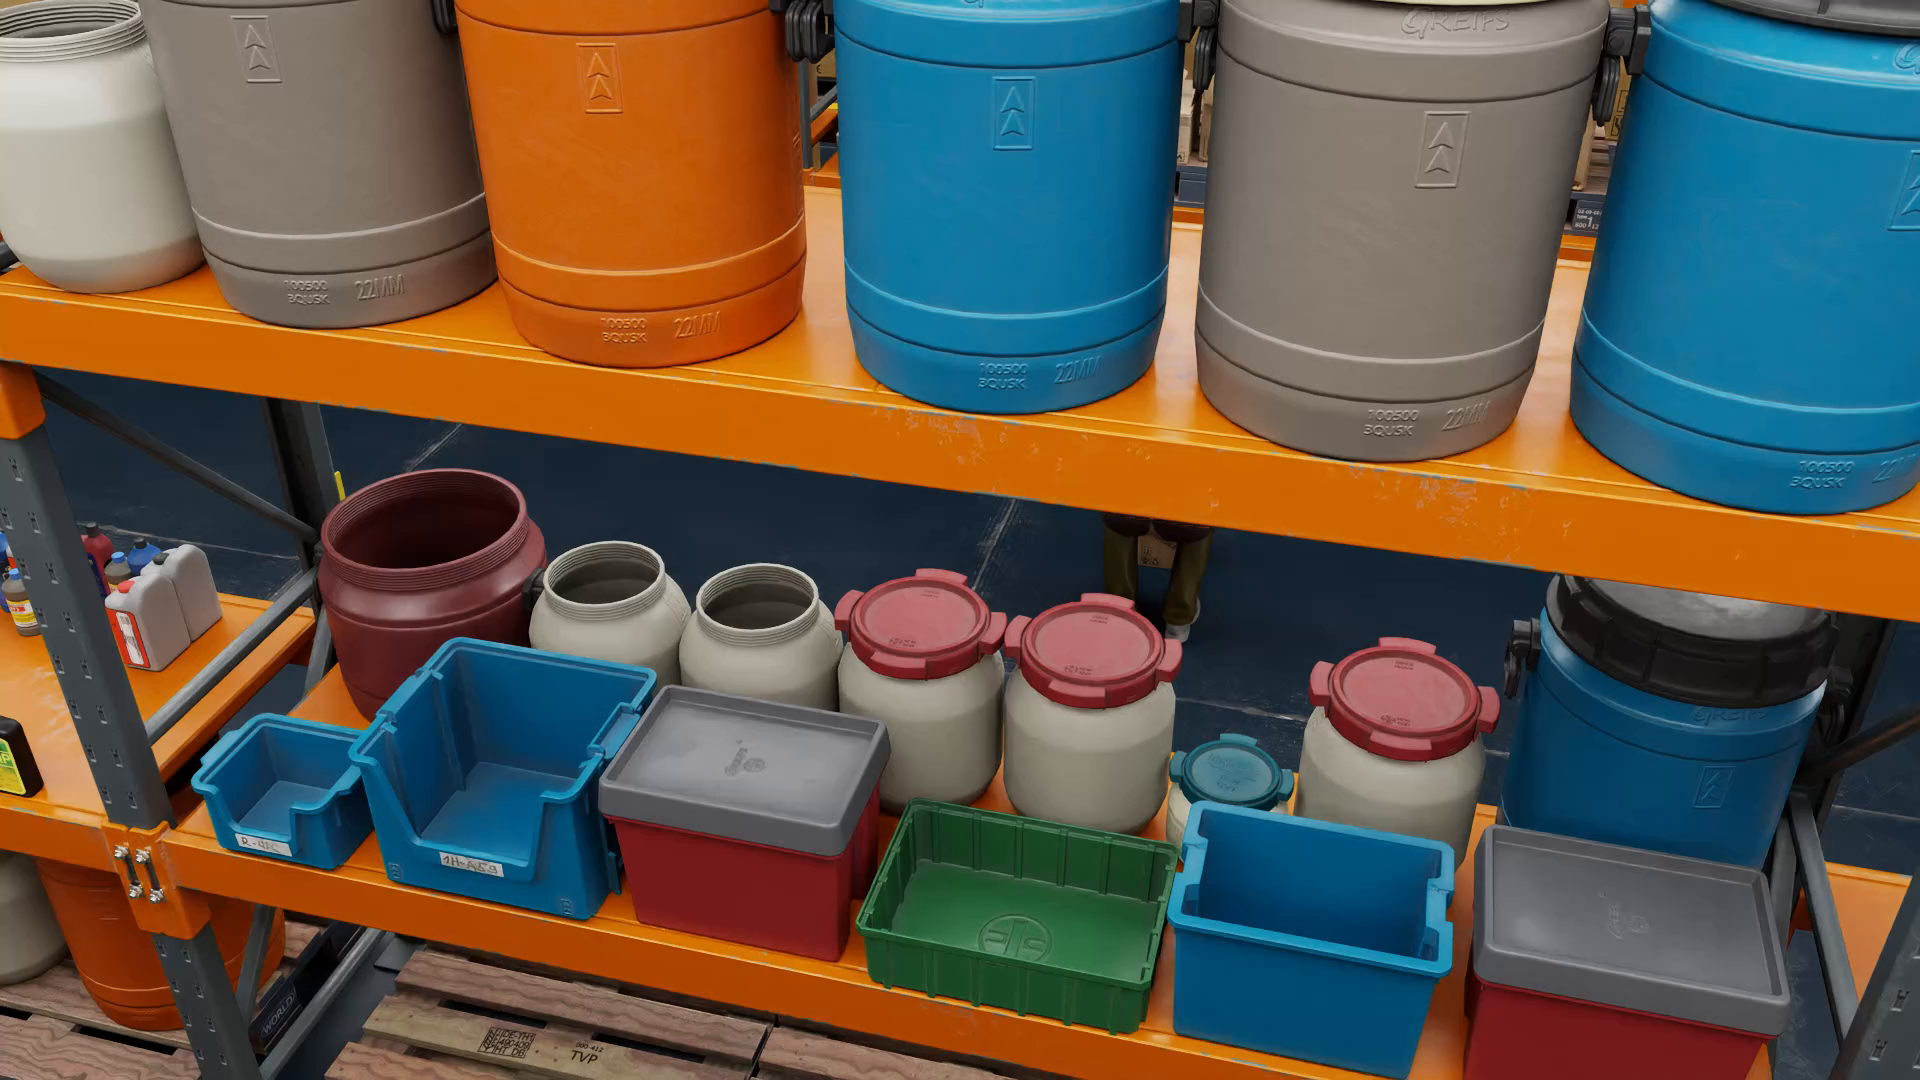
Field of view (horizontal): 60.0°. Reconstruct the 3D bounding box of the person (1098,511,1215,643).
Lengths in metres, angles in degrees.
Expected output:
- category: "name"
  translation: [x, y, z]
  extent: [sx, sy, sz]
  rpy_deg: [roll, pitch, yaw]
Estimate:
- category: "person"
  translation: [0.814, -0.276, 6.950]
  extent: [0.633, 1.393, 0.737]
  rpy_deg: [8, 33, 13]
